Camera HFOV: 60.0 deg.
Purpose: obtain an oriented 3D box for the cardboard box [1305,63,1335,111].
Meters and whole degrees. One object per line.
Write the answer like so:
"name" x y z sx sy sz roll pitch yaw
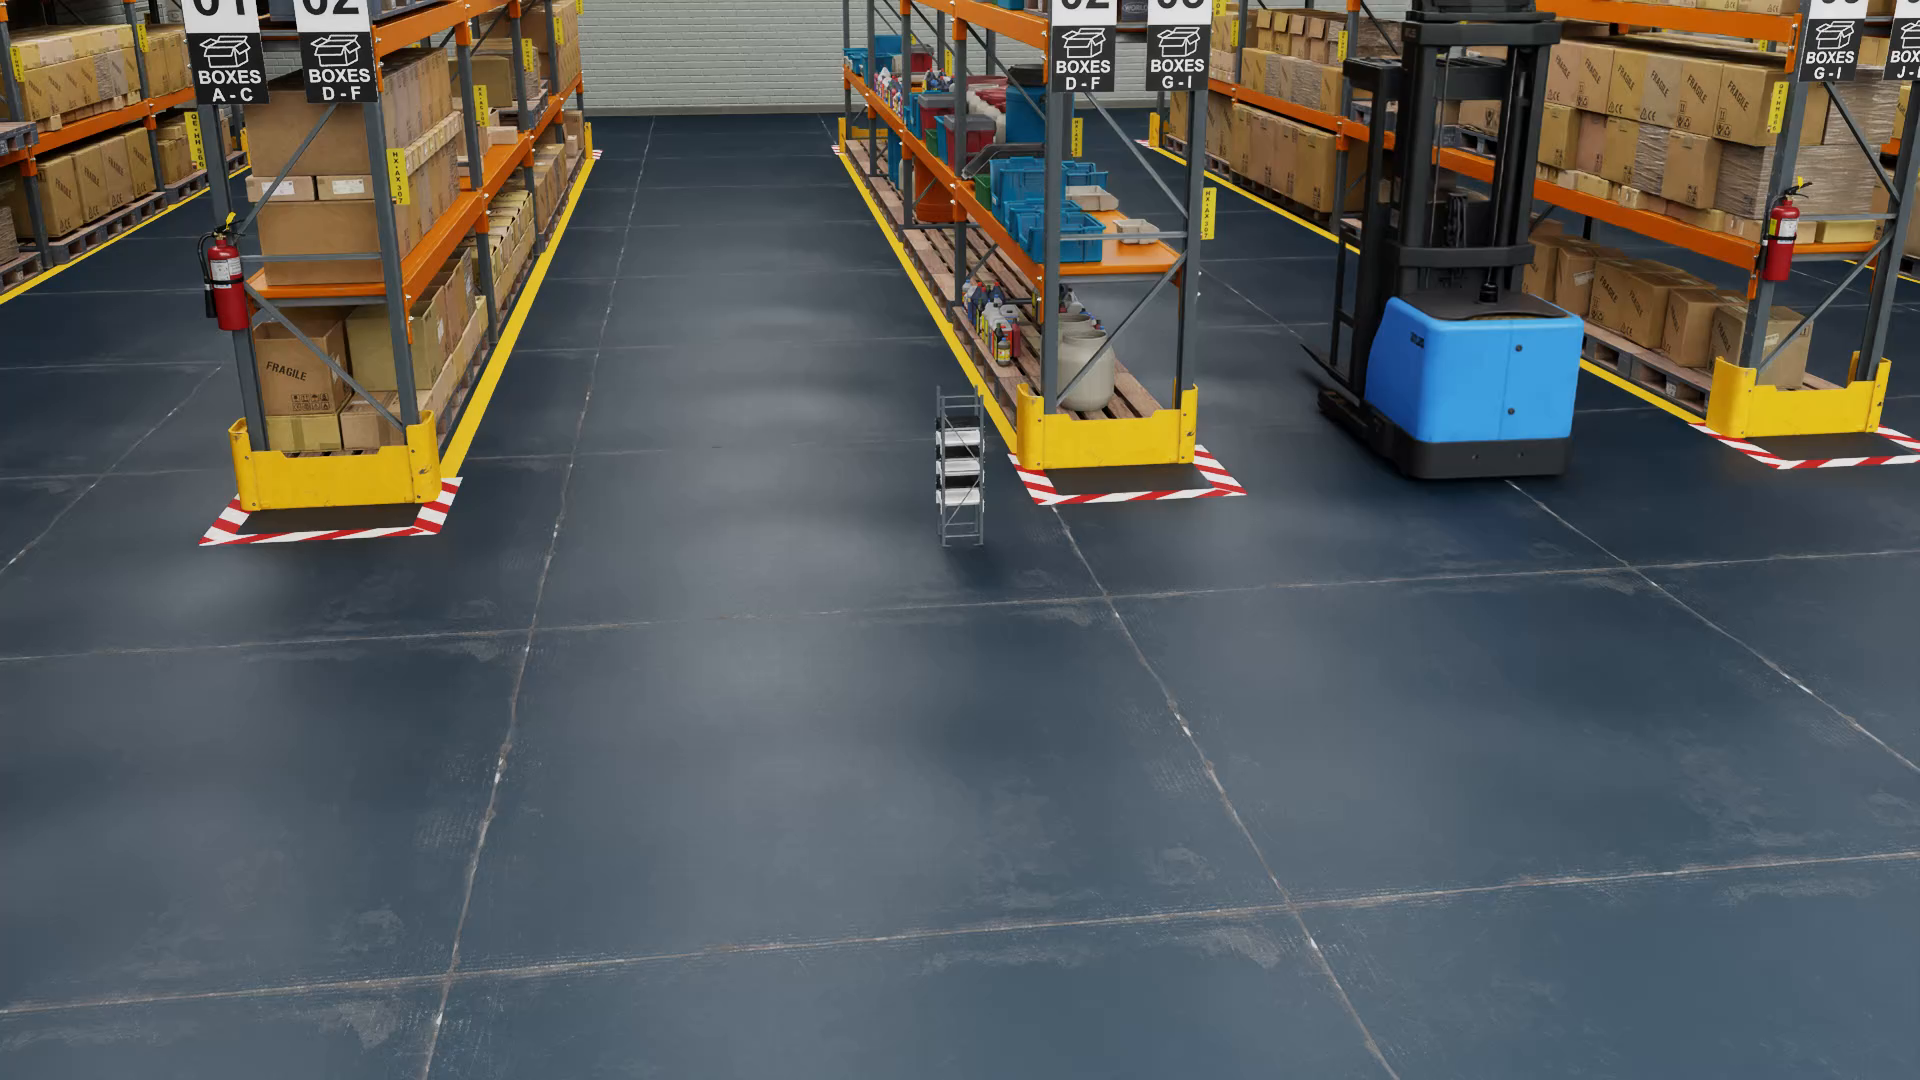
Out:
"cardboard box" 4.398 -5.325 19.543 0.500 0.500 0.500 -3 21 -8

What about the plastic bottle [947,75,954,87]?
"plastic bottle" -0.082 -5.376 19.892 0.144 0.351 0.185 -3 21 -8

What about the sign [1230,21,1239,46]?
"sign" 3.655 -6.746 22.140 0.100 0.325 0.005 -3 21 -8

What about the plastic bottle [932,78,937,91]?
"plastic bottle" -0.297 -5.541 20.449 0.097 0.271 0.097 0 20 0

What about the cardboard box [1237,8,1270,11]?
"cardboard box" 4.245 -7.282 23.643 0.500 0.500 0.500 -4 21 -9

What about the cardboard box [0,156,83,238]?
"cardboard box" -9.900 -3.648 17.669 0.750 0.750 0.750 -3 21 -8

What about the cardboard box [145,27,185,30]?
"cardboard box" -10.878 -6.680 22.886 0.980 0.700 0.700 -3 21 -8

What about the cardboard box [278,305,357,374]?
"cardboard box" -4.400 -1.455 11.582 0.500 0.500 0.500 -3 21 -8

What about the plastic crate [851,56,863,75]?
"plastic crate" -1.331 -6.755 23.668 0.416 0.233 0.300 -3 21 -8

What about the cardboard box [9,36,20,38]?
"cardboard box" -10.388 -5.245 17.805 0.500 0.250 0.500 -3 21 -9

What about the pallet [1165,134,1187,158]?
"pallet" 3.820 -6.137 25.847 1.003 0.211 1.213 -3 21 -8

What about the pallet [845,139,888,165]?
"pallet" -1.193 -5.873 25.139 1.003 0.211 1.213 -3 21 -8

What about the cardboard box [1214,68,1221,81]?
"cardboard box" 3.762 -6.481 23.141 0.380 0.149 0.250 -3 21 -9

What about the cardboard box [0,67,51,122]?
"cardboard box" -9.741 -4.574 17.079 0.500 0.500 0.500 -2 21 -6

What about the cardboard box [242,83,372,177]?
"cardboard box" -3.932 -2.514 10.162 0.700 0.500 0.500 -3 21 -8

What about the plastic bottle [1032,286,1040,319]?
"plastic bottle" 0.691 -2.062 14.106 0.144 0.351 0.185 -3 21 -8

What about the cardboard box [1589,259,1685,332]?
"cardboard box" 5.633 -2.038 13.859 0.500 0.500 0.500 -5 21 -13

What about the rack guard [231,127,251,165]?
"rack guard" -11.081 -5.805 24.543 1.175 0.500 0.348 -3 21 -8

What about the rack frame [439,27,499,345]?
"rack frame" -4.446 -3.064 13.631 1.000 3.000 0.127 -3 21 -8

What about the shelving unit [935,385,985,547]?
"shelving unit" -0.001 -0.424 9.566 0.258 0.900 0.210 -3 21 -8

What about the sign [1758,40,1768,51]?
"sign" 9.168 -5.637 18.979 0.100 0.325 0.005 -3 21 -8

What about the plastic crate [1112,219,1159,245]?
"plastic crate" 1.222 -2.130 11.508 0.298 0.136 0.250 -3 21 -8

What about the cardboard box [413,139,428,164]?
"cardboard box" -3.934 -2.708 11.610 0.380 0.149 0.250 -3 21 -7

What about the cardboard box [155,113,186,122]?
"cardboard box" -10.984 -5.831 23.085 0.380 0.149 0.250 -3 21 -7

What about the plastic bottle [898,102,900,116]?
"plastic bottle" -0.647 -4.877 18.771 0.097 0.201 0.097 0 20 0

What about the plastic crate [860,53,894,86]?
"plastic crate" -1.102 -6.247 22.092 0.392 0.384 0.575 -3 21 -8

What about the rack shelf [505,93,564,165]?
"rack shelf" -5.311 -4.804 19.319 1.077 0.370 4.000 -3 21 -8

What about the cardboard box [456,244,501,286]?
"cardboard box" -4.259 -2.391 14.358 0.500 0.311 0.500 -3 21 -8

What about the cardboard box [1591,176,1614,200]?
"cardboard box" 5.320 -2.836 13.381 0.380 0.149 0.250 -3 21 -8

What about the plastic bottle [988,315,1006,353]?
"plastic bottle" 0.305 -1.608 12.998 0.152 0.276 0.135 -3 21 -9

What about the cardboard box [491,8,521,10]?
"cardboard box" -6.005 -6.688 21.763 0.500 0.500 0.500 -3 21 -9

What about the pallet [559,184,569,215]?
"pallet" -5.445 -4.247 20.786 1.003 0.211 1.213 -3 21 -8

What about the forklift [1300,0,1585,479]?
"forklift" 3.235 -2.235 11.510 1.130 2.935 3.031 -2 21 -6

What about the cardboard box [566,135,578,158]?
"cardboard box" -5.747 -5.630 23.804 0.500 0.250 0.500 -3 21 -8

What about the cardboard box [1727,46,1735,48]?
"cardboard box" 9.107 -5.844 19.985 0.380 0.149 0.250 -2 21 -6

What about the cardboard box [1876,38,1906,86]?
"cardboard box" 9.982 -4.992 17.222 0.700 0.500 0.500 -3 21 -8

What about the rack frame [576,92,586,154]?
"rack frame" -6.176 -7.218 24.755 1.000 3.000 0.127 -3 21 -8

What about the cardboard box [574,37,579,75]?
"cardboard box" -5.764 -6.944 23.879 0.500 0.500 0.500 -3 21 -7

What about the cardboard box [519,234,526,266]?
"cardboard box" -4.558 -2.835 16.348 0.500 0.250 0.500 -2 21 -7

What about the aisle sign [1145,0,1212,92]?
"aisle sign" 1.333 -3.135 10.107 0.394 0.787 0.004 -3 21 -8

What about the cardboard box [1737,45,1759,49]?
"cardboard box" 9.718 -5.959 20.293 0.380 0.149 0.250 -4 21 -10

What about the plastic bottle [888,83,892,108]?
"plastic bottle" -0.812 -5.267 19.697 0.061 0.283 0.133 -3 21 -8

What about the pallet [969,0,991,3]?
"pallet" 0.657 -4.384 13.149 1.213 0.211 1.003 -3 21 -8

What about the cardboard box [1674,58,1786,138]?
"cardboard box" 5.532 -3.182 11.952 0.500 0.500 0.500 -3 21 -8

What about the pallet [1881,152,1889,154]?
"pallet" 13.978 -5.792 24.923 1.003 0.211 1.213 -3 21 -8

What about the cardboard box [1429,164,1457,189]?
"cardboard box" 4.993 -3.920 17.795 0.500 0.250 0.500 -1 20 -2

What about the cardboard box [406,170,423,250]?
"cardboard box" -4.071 -2.242 11.288 0.700 0.500 0.500 -3 21 -7

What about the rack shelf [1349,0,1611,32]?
"rack shelf" 5.069 -5.323 16.421 1.077 0.370 4.000 -3 21 -8

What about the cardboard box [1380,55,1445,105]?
"cardboard box" 4.898 -5.005 18.088 0.500 0.500 0.500 -6 21 -14

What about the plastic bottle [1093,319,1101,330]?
"plastic bottle" 1.065 -1.583 12.922 0.061 0.283 0.133 -3 21 -7

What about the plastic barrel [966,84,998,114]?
"plastic barrel" 0.239 -4.404 17.061 0.421 0.512 0.421 0 20 0

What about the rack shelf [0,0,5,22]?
"rack shelf" -9.636 -4.573 14.414 1.077 0.370 4.000 -3 21 -8

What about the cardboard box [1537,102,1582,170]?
"cardboard box" 5.398 -3.414 14.002 0.875 0.500 0.500 -3 21 -8

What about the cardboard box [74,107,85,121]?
"cardboard box" -9.974 -4.745 18.464 0.380 0.149 0.250 -3 21 -7
